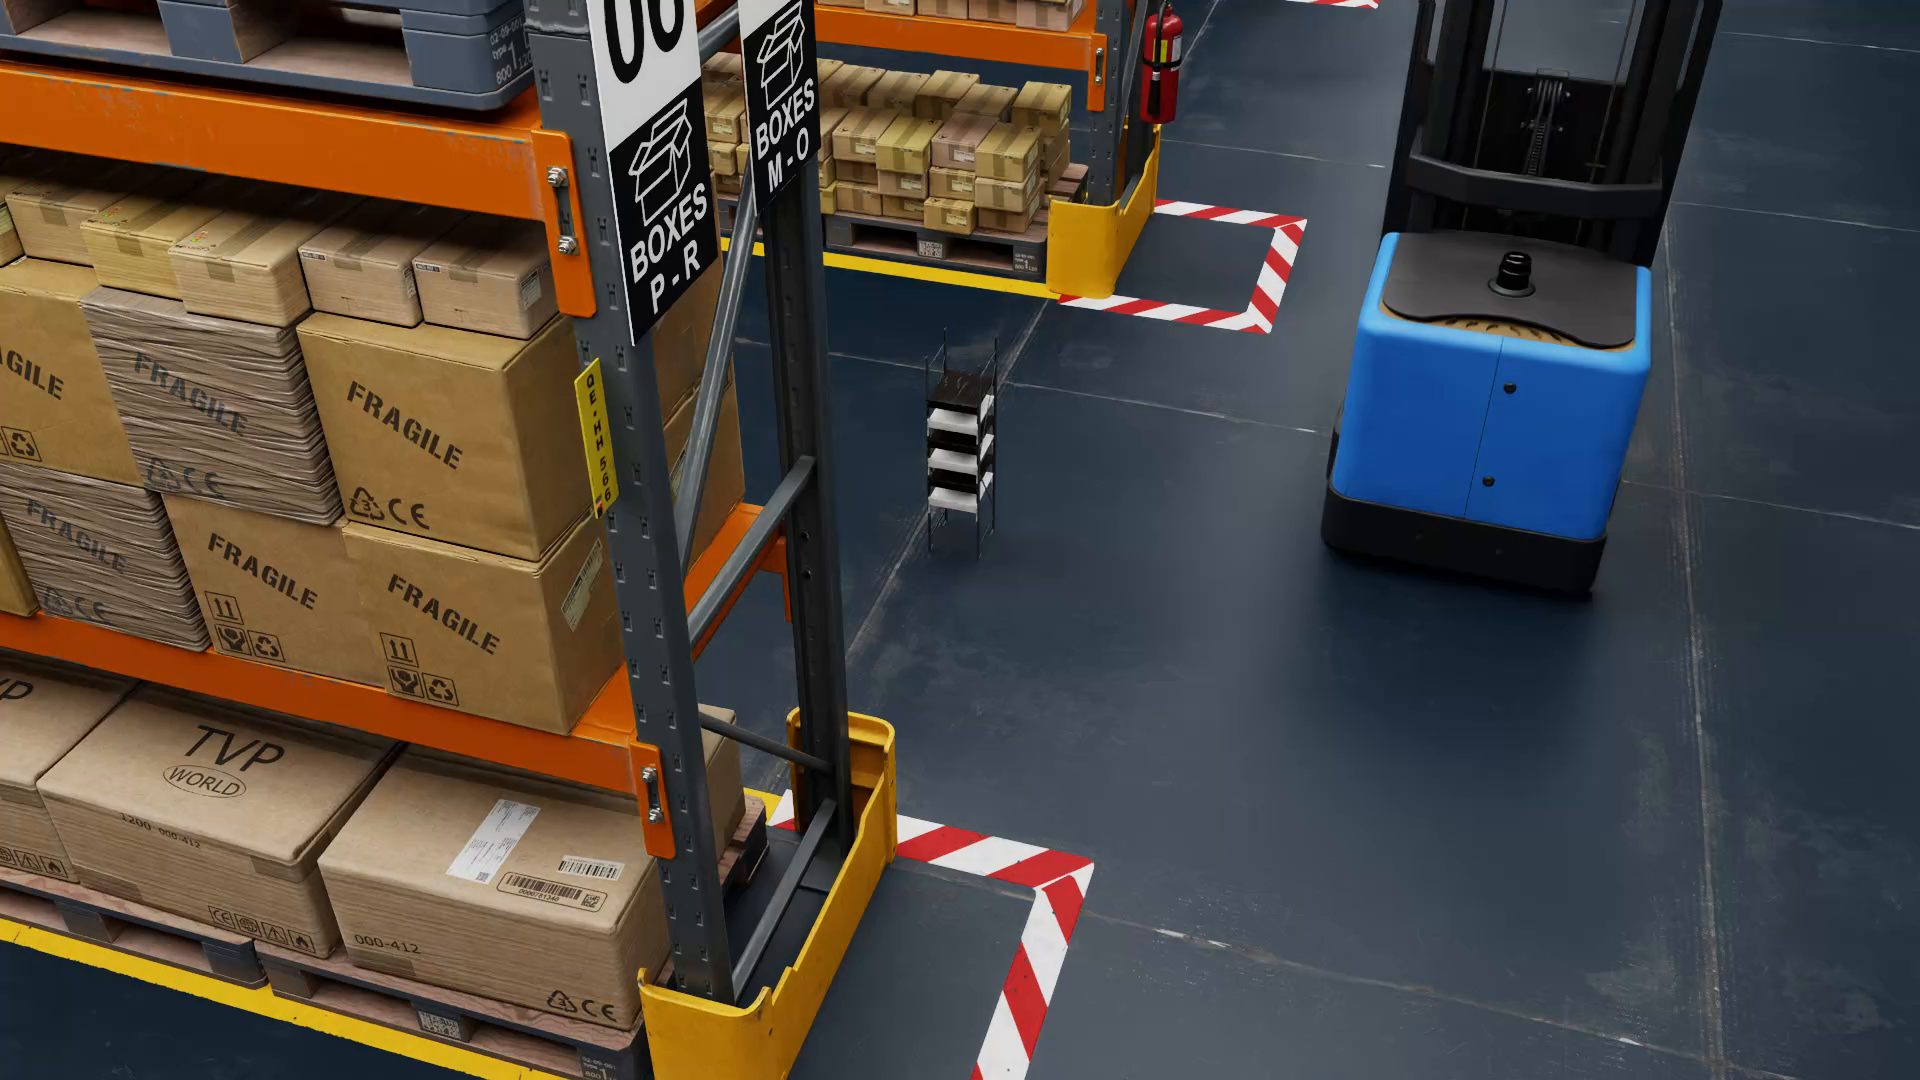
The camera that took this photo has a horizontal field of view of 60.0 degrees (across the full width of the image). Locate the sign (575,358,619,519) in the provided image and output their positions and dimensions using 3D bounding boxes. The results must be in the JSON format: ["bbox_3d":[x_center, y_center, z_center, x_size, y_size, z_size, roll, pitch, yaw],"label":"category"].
[{"bbox_3d":[-0.721,-0.200,3.315,0.005,0.325,0.100,10,38,14],"label":"sign"}]

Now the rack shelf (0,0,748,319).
[{"bbox_3d":[-2.455,-1.215,3.946,4.000,0.370,1.077,10,38,14],"label":"rack shelf"}]

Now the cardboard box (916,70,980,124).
[{"bbox_3d":[-0.066,-2.405,9.036,0.250,0.149,0.380,10,38,14],"label":"cardboard box"}]

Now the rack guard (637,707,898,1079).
[{"bbox_3d":[-0.523,1.068,4.877,0.348,0.500,1.175,10,38,14],"label":"rack guard"}]

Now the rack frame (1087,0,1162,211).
[{"bbox_3d":[0.834,-2.762,7.972,0.127,3.000,1.000,10,38,14],"label":"rack frame"}]

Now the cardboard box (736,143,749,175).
[{"bbox_3d":[-0.989,-2.065,8.825,0.250,0.149,0.380,12,38,16],"label":"cardboard box"}]

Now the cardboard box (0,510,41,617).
[{"bbox_3d":[-2.550,-0.185,4.387,0.500,0.500,0.500,12,38,15],"label":"cardboard box"}]

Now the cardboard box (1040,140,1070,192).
[{"bbox_3d":[0.429,-2.056,9.064,0.250,0.149,0.380,11,38,15],"label":"cardboard box"}]

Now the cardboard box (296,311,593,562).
[{"bbox_3d":[-1.077,-0.336,3.749,0.500,0.500,0.500,12,38,15],"label":"cardboard box"}]

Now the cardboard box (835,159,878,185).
[{"bbox_3d":[-0.477,-2.031,8.778,0.250,0.149,0.380,10,38,13],"label":"cardboard box"}]

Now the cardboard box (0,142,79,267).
[{"bbox_3d":[-2.182,-0.792,3.820,0.250,0.149,0.380,11,38,15],"label":"cardboard box"}]

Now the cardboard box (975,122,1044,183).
[{"bbox_3d":[0.253,-1.972,8.448,0.250,0.149,0.380,11,38,14],"label":"cardboard box"}]

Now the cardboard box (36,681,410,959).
[{"bbox_3d":[-2.082,0.703,5.072,0.875,0.438,0.875,11,38,15],"label":"cardboard box"}]

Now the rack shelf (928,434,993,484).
[{"bbox_3d":[0.008,-0.334,6.501,0.200,0.077,0.258,10,38,14],"label":"rack shelf"}]

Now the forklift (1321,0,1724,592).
[{"bbox_3d":[2.399,-1.854,6.797,1.130,2.935,3.031,11,38,15],"label":"forklift"}]

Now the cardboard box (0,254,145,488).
[{"bbox_3d":[-2.056,-0.501,3.973,0.500,0.500,0.500,10,38,14],"label":"cardboard box"}]

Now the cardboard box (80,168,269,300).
[{"bbox_3d":[-1.697,-0.694,3.688,0.250,0.149,0.380,11,38,15],"label":"cardboard box"}]

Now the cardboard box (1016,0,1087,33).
[{"bbox_3d":[0.438,-2.558,7.907,0.250,0.149,0.380,11,38,14],"label":"cardboard box"}]

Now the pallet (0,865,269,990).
[{"bbox_3d":[-2.493,0.866,5.395,1.213,0.211,1.003,10,38,14],"label":"pallet"}]

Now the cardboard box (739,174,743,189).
[{"bbox_3d":[-0.990,-1.947,8.915,0.250,0.149,0.380,11,38,15],"label":"cardboard box"}]

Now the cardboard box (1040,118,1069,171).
[{"bbox_3d":[0.410,-2.140,8.927,0.250,0.149,0.380,12,38,16],"label":"cardboard box"}]

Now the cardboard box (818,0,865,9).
[{"bbox_3d":[-0.525,-2.754,8.174,0.250,0.149,0.380,9,37,12],"label":"cardboard box"}]

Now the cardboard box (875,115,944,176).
[{"bbox_3d":[-0.255,-2.023,8.517,0.250,0.149,0.380,10,37,13],"label":"cardboard box"}]

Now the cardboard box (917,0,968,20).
[{"bbox_3d":[-0.032,-2.659,8.044,0.250,0.149,0.380,10,38,13],"label":"cardboard box"}]

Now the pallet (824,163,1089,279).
[{"bbox_3d":[-0.004,-1.816,9.039,1.213,0.211,1.003,10,38,14],"label":"pallet"}]

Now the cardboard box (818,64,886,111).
[{"bbox_3d":[-0.590,-2.456,9.105,0.250,0.149,0.380,12,38,16],"label":"cardboard box"}]

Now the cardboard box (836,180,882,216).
[{"bbox_3d":[-0.473,-1.877,8.821,0.250,0.149,0.380,11,38,14],"label":"cardboard box"}]

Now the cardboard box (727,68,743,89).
[{"bbox_3d":[-1.096,-2.519,9.190,0.250,0.149,0.380,11,38,14],"label":"cardboard box"}]

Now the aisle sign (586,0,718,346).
[{"bbox_3d":[-0.569,-0.802,3.116,0.004,0.787,0.394,10,38,14],"label":"aisle sign"}]

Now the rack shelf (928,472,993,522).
[{"bbox_3d":[0.008,-0.189,6.608,0.200,0.077,0.258,10,38,14],"label":"rack shelf"}]

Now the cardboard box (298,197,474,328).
[{"bbox_3d":[-1.197,-0.629,3.598,0.250,0.149,0.380,11,38,15],"label":"cardboard box"}]

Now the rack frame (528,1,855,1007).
[{"bbox_3d":[-0.546,0.057,4.142,0.127,3.000,1.000,10,38,14],"label":"rack frame"}]

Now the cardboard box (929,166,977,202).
[{"bbox_3d":[0.012,-1.911,8.616,0.250,0.149,0.380,10,37,13],"label":"cardboard box"}]

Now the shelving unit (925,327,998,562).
[{"bbox_3d":[0.008,-0.361,6.481,0.210,0.900,0.258,10,38,14],"label":"shelving unit"}]

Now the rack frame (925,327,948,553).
[{"bbox_3d":[-0.089,-0.379,6.506,0.006,0.900,0.240,10,38,14],"label":"rack frame"}]

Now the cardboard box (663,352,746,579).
[{"bbox_3d":[-0.918,-0.231,4.448,0.500,0.500,0.500,10,38,14],"label":"cardboard box"}]

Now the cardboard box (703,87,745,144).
[{"bbox_3d":[-1.233,-2.260,8.839,0.250,0.149,0.380,11,38,14],"label":"cardboard box"}]

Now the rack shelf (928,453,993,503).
[{"bbox_3d":[0.008,-0.262,6.554,0.200,0.077,0.258,10,38,14],"label":"rack shelf"}]

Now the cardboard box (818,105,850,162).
[{"bbox_3d":[-0.756,-2.121,8.650,0.250,0.149,0.380,12,38,16],"label":"cardboard box"}]

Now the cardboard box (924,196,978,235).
[{"bbox_3d":[-0.006,-1.746,8.642,0.250,0.149,0.380,12,38,15],"label":"cardboard box"}]

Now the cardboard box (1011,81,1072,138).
[{"bbox_3d":[0.435,-2.307,8.903,0.250,0.149,0.380,9,37,12],"label":"cardboard box"}]

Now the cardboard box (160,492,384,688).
[{"bbox_3d":[-1.560,-0.016,4.157,0.500,0.500,0.500,10,37,13],"label":"cardboard box"}]

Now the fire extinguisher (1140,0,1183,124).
[{"bbox_3d":[0.937,-2.275,7.690,0.183,0.674,0.296,10,38,14],"label":"fire extinguisher"}]
